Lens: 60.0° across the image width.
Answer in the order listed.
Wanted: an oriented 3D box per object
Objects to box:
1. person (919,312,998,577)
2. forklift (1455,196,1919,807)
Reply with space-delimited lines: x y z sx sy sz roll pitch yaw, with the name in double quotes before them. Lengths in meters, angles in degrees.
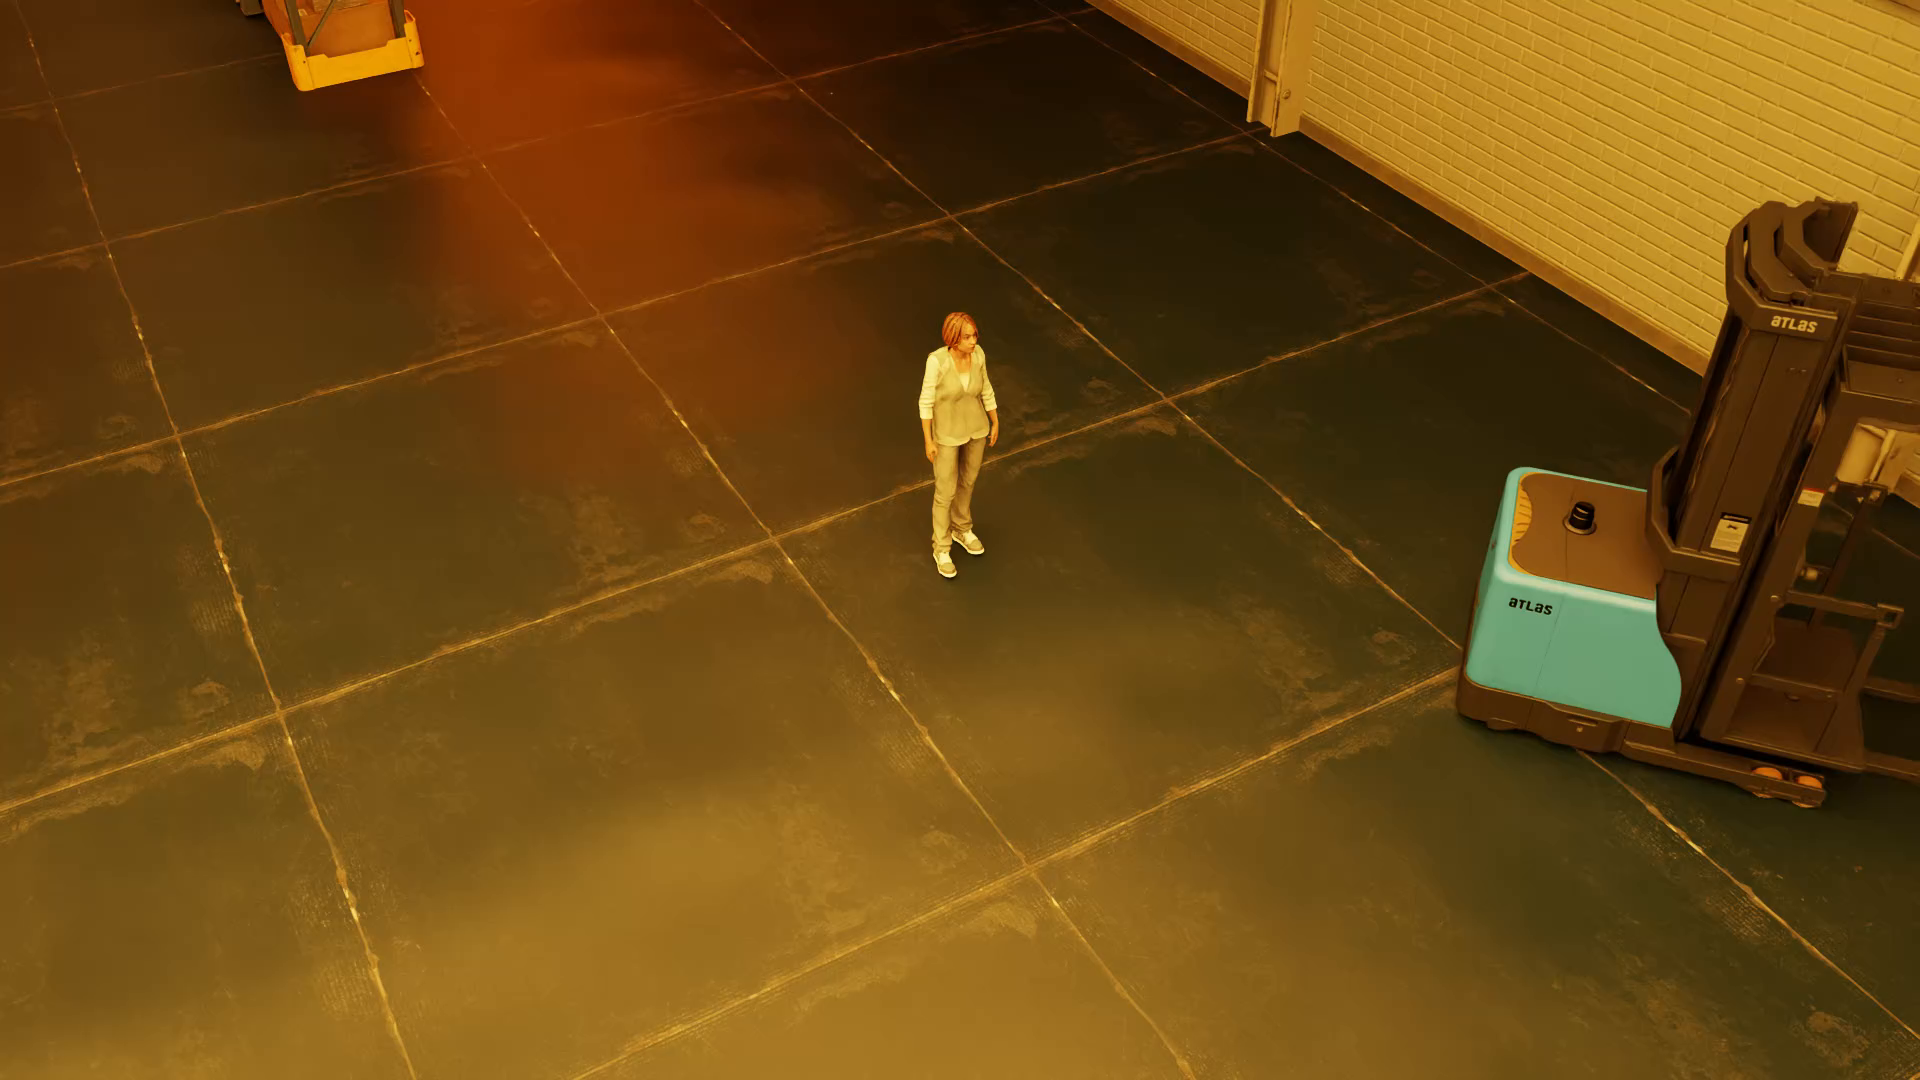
"person" 0.025 -0.539 9.792 0.520 1.506 0.473 -20 44 -23
"forklift" 4.293 -0.122 8.183 3.031 2.935 1.130 13 41 15
